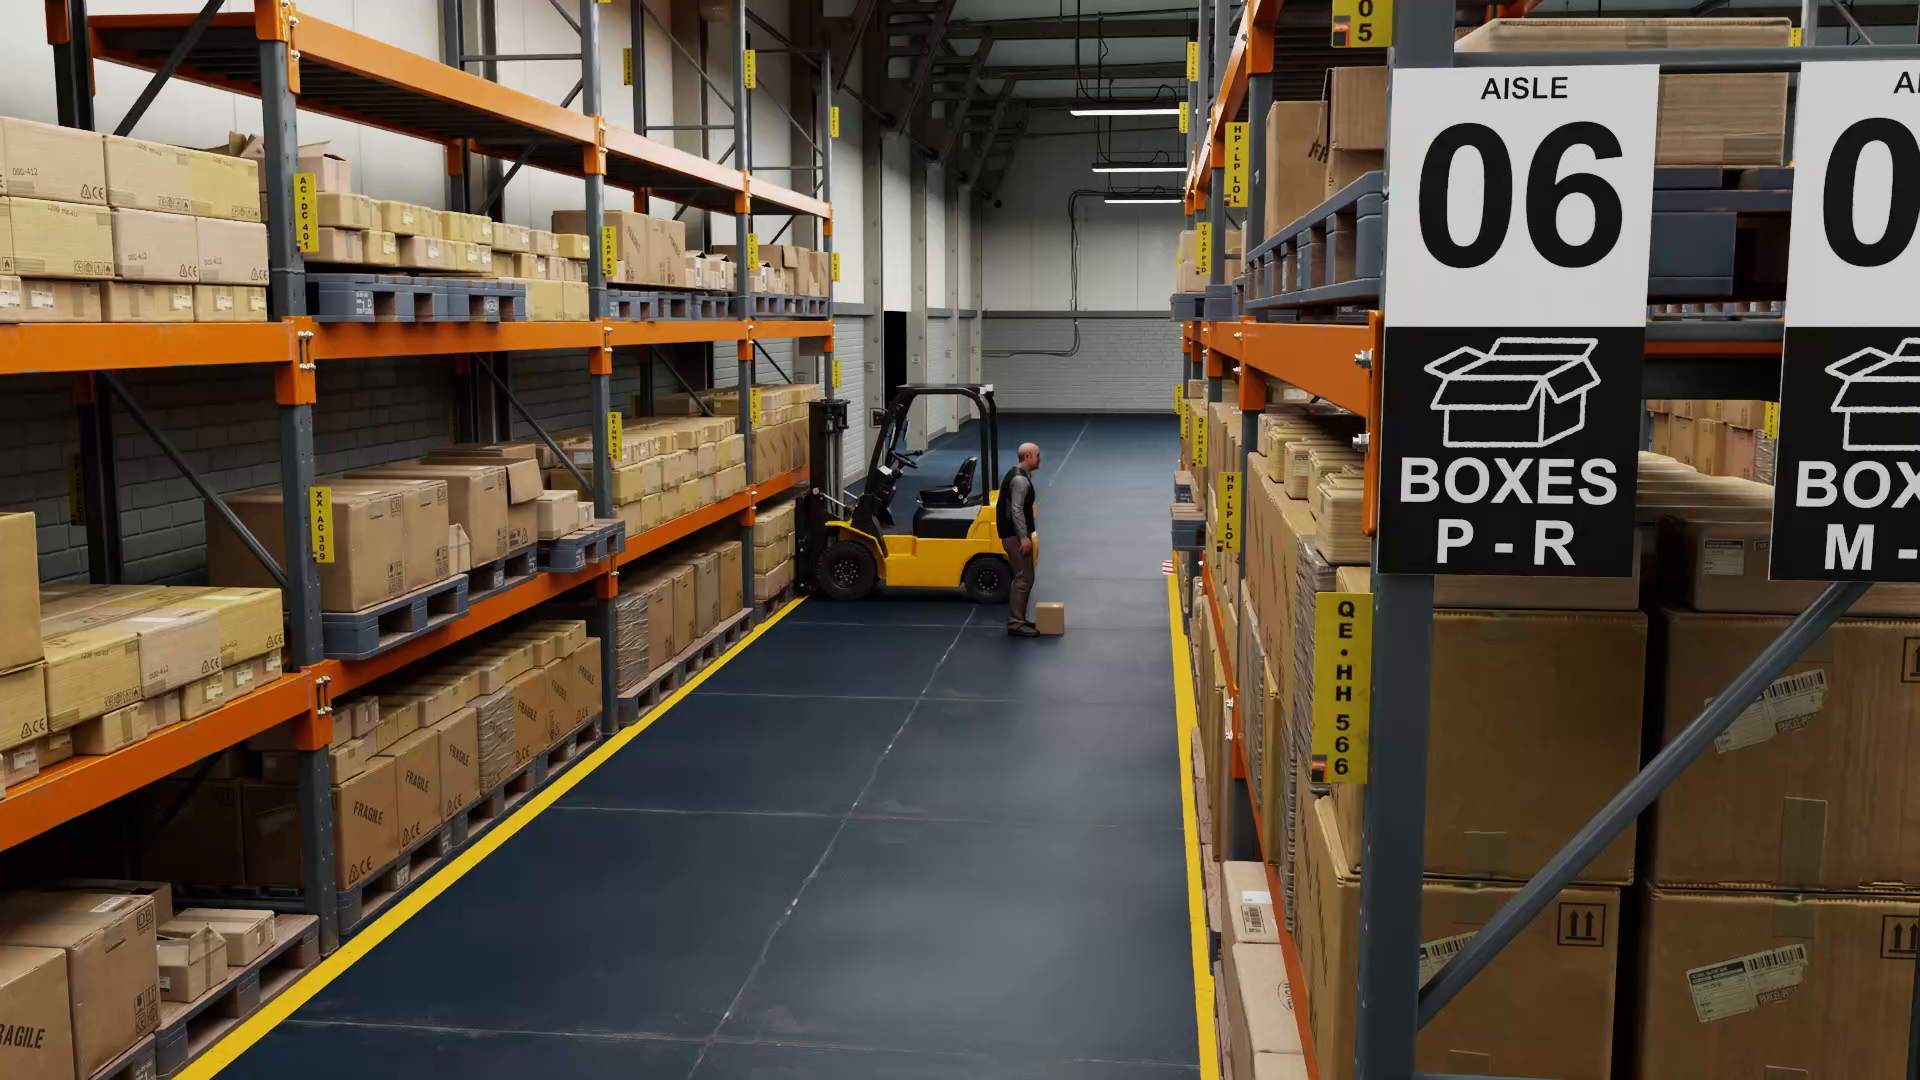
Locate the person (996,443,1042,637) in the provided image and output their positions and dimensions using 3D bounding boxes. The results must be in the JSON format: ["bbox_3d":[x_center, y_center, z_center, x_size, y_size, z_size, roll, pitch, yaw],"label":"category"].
[{"bbox_3d":[0.534,-0.021,15.041,0.421,1.720,0.593,0,8,3],"label":"person"}]
